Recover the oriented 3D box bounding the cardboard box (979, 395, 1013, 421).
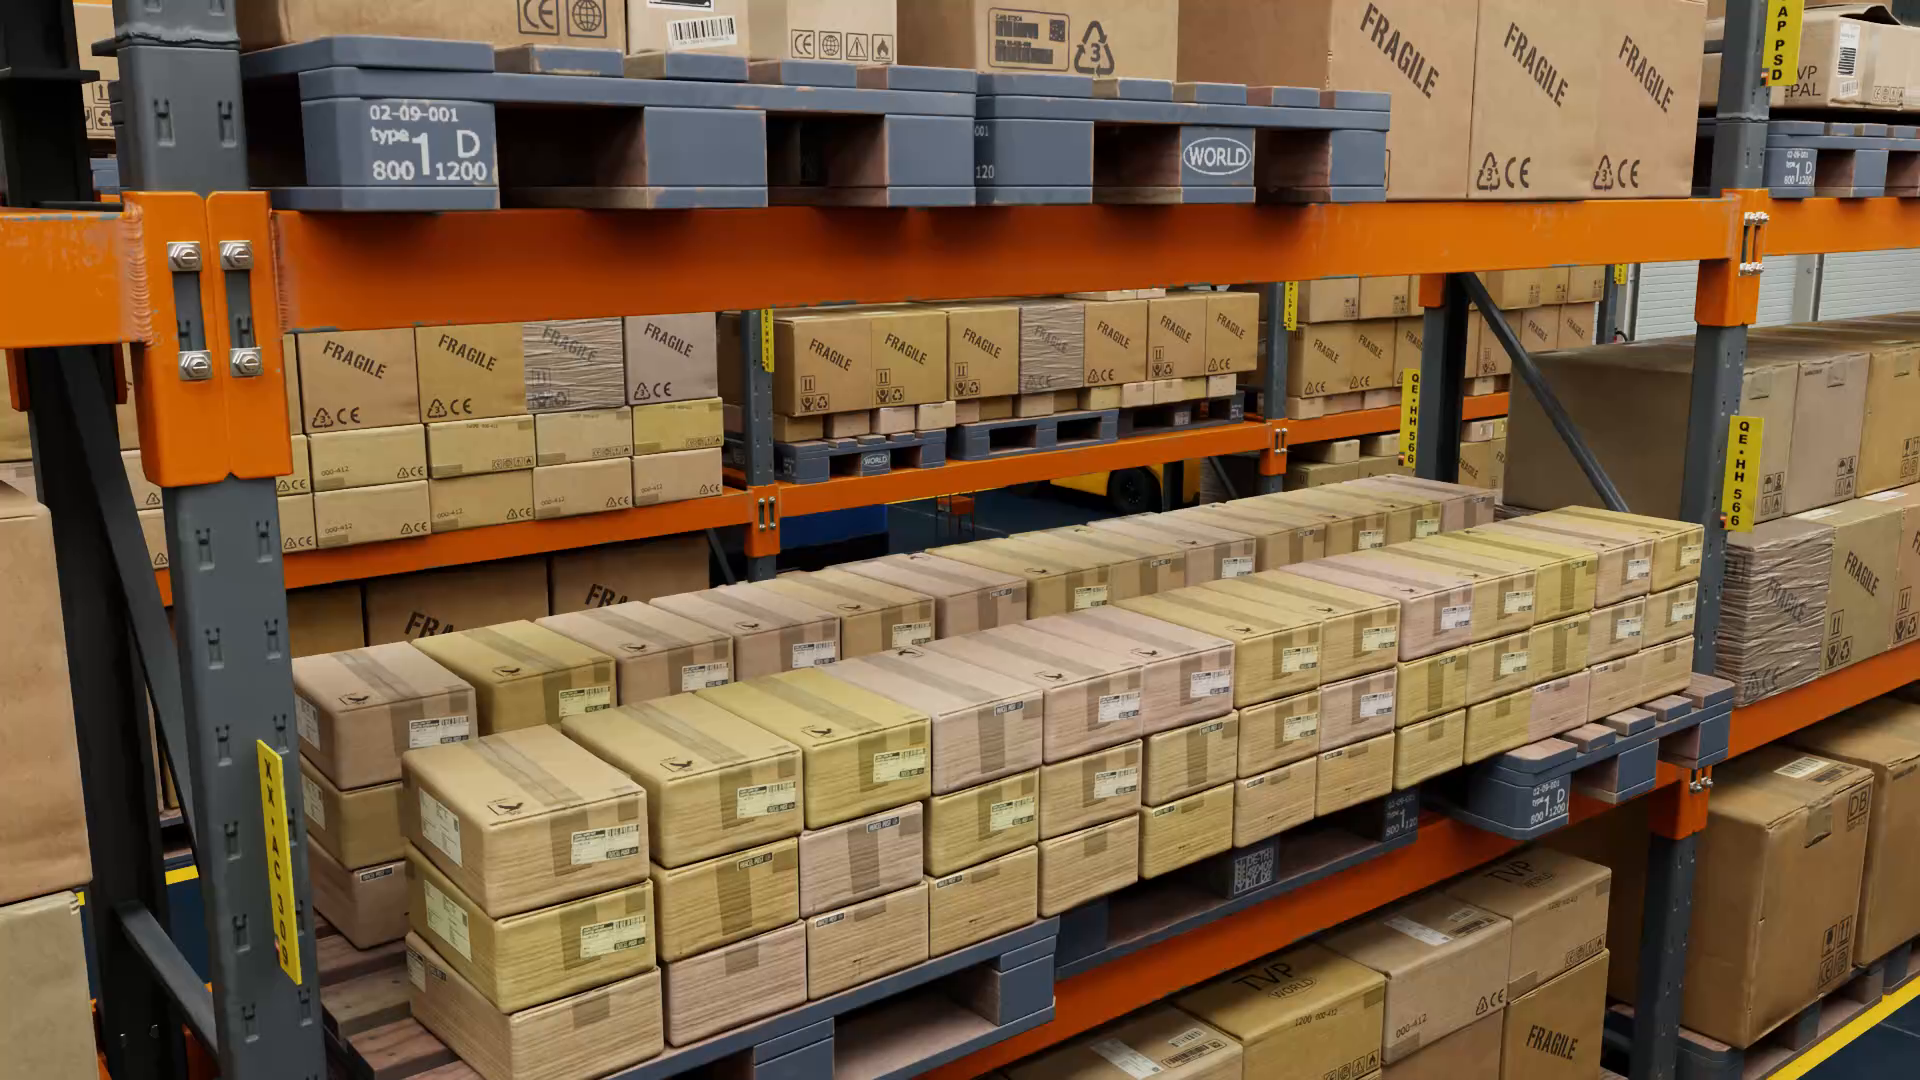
[{"bbox_3d":[0.098,-0.808,9.804,0.250,0.149,0.380,-9,15,-35],"label":"cardboard box"}]

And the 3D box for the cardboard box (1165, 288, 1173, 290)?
[{"bbox_3d":[1.216,-1.767,11.199,0.250,0.149,0.380,-10,15,-38],"label":"cardboard box"}]

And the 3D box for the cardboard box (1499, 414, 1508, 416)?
[{"bbox_3d":[4.220,-0.912,12.945,0.250,0.149,0.380,-9,15,-36],"label":"cardboard box"}]

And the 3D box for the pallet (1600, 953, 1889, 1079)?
[{"bbox_3d":[2.514,1.529,5.919,1.213,0.211,1.003,-9,15,-38],"label":"pallet"}]

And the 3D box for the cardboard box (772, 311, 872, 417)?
[{"bbox_3d":[-0.824,-0.955,8.938,0.500,0.500,0.500,-10,16,-39],"label":"cardboard box"}]

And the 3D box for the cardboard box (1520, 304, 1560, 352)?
[{"bbox_3d":[4.282,-1.588,12.927,0.500,0.500,0.500,-9,15,-38],"label":"cardboard box"}]

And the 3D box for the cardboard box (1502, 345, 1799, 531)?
[{"bbox_3d":[2.209,-0.339,5.358,0.500,0.500,0.700,-10,15,-38],"label":"cardboard box"}]

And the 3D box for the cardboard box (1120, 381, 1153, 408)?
[{"bbox_3d":[0.982,-0.920,10.335,0.250,0.149,0.380,-9,15,-37],"label":"cardboard box"}]

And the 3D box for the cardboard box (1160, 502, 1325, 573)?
[{"bbox_3d":[0.760,0.011,4.517,0.250,0.149,0.380,-10,16,-40],"label":"cardboard box"}]

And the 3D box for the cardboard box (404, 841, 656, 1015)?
[{"bbox_3d":[-0.677,0.570,2.602,0.250,0.149,0.380,-9,15,-37],"label":"cardboard box"}]

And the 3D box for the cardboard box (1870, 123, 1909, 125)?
[{"bbox_3d":[3.382,-1.711,6.316,0.258,0.266,0.396,-9,15,-38],"label":"cardboard box"}]

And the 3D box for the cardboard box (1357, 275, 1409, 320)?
[{"bbox_3d":[2.695,-1.822,11.622,0.500,0.500,0.700,-9,15,-37],"label":"cardboard box"}]

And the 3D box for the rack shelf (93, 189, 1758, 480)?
[{"bbox_3d":[0.290,-0.601,3.746,4.000,0.370,1.077,-9,15,-38],"label":"rack shelf"}]

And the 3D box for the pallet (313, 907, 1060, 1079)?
[{"bbox_3d":[-0.584,0.793,3.137,1.213,0.211,1.003,-9,15,-38],"label":"pallet"}]

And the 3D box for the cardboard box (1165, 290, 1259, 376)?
[{"bbox_3d":[1.587,-1.356,10.826,0.500,0.500,0.500,-10,15,-39],"label":"cardboard box"}]

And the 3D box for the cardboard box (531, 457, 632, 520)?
[{"bbox_3d":[-1.941,-0.285,8.108,0.500,0.250,0.500,-9,15,-37],"label":"cardboard box"}]

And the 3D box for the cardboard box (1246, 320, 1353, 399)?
[{"bbox_3d":[2.322,-1.260,11.383,0.500,0.500,0.500,-9,15,-38],"label":"cardboard box"}]

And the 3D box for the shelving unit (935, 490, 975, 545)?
[{"bbox_3d":[-0.042,-0.507,13.487,0.252,1.050,0.215,-9,15,-38],"label":"shelving unit"}]

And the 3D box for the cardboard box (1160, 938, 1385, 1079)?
[{"bbox_3d":[0.687,1.168,4.110,0.500,0.250,0.500,-9,15,-36],"label":"cardboard box"}]

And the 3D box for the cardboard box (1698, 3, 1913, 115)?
[{"bbox_3d":[2.554,-1.481,5.123,0.500,0.311,0.500,-9,15,-38],"label":"cardboard box"}]

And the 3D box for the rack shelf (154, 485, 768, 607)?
[{"bbox_3d":[-2.881,0.077,7.777,4.000,0.370,1.077,-9,15,-38],"label":"rack shelf"}]

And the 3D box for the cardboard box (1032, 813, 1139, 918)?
[{"bbox_3d":[0.129,0.581,3.265,0.250,0.149,0.380,-10,16,-40],"label":"cardboard box"}]

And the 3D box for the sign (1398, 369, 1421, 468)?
[{"bbox_3d":[1.502,-0.401,5.507,0.005,0.325,0.100,-9,15,-38],"label":"sign"}]

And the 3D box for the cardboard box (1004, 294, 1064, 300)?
[{"bbox_3d":[0.473,-1.312,10.618,0.500,0.500,0.500,-10,15,-38],"label":"cardboard box"}]

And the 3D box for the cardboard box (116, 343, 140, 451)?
[{"bbox_3d":[-3.540,-0.634,6.747,0.500,0.500,0.500,-10,15,-38],"label":"cardboard box"}]

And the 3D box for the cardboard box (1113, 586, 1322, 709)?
[{"bbox_3d":[0.541,0.221,3.529,0.250,0.149,0.380,-9,15,-36],"label":"cardboard box"}]

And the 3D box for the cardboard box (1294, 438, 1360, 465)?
[{"bbox_3d":[2.568,-0.637,11.650,0.250,0.149,0.380,-9,15,-37],"label":"cardboard box"}]

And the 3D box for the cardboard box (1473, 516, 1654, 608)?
[{"bbox_3d":[1.558,0.052,4.324,0.250,0.149,0.380,-10,15,-38],"label":"cardboard box"}]

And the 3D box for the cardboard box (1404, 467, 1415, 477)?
[{"bbox_3d":[3.250,-0.452,12.339,0.500,0.500,0.500,-8,15,-35],"label":"cardboard box"}]

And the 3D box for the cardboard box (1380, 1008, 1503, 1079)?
[{"bbox_3d":[1.093,1.467,4.505,0.500,0.500,0.500,-9,15,-35],"label":"cardboard box"}]

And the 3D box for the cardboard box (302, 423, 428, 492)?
[{"bbox_3d":[-2.729,-0.397,7.436,0.500,0.250,0.500,-10,16,-39],"label":"cardboard box"}]

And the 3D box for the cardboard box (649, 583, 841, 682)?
[{"bbox_3d":[-0.463,0.215,3.558,0.250,0.149,0.380,-9,15,-38],"label":"cardboard box"}]

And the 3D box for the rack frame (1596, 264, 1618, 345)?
[{"bbox_3d":[4.927,-1.573,13.813,0.127,3.000,1.000,-9,15,-38],"label":"rack frame"}]

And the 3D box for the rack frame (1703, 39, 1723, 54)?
[{"bbox_3d":[1.854,-2.679,4.579,0.053,2.616,0.949,-9,15,-38],"label":"rack frame"}]

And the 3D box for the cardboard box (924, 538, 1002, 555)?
[{"bbox_3d":[0.295,0.279,10.407,0.625,0.372,0.950,-9,15,-36],"label":"cardboard box"}]

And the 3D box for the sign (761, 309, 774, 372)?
[{"bbox_3d":[-0.970,-1.011,8.382,0.005,0.325,0.100,-9,15,-38],"label":"sign"}]

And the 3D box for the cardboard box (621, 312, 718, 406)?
[{"bbox_3d":[-1.560,-0.963,8.294,0.500,0.500,0.500,-10,16,-39],"label":"cardboard box"}]

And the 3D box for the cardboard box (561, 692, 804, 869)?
[{"bbox_3d":[-0.463,0.387,2.746,0.250,0.149,0.380,-9,15,-36],"label":"cardboard box"}]

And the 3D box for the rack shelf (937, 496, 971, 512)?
[{"bbox_3d":[-0.042,-0.291,13.533,0.229,0.087,0.184,-9,15,-38],"label":"rack shelf"}]

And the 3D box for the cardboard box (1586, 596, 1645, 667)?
[{"bbox_3d":[1.543,0.200,4.343,0.250,0.149,0.380,-9,15,-36],"label":"cardboard box"}]

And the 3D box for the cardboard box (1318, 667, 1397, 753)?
[{"bbox_3d":[0.745,0.333,3.717,0.250,0.149,0.380,-9,15,-36],"label":"cardboard box"}]

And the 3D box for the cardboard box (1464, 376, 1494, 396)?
[{"bbox_3d":[3.814,-1.189,12.612,0.250,0.149,0.380,-10,15,-38],"label":"cardboard box"}]

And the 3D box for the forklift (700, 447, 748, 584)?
[{"bbox_3d":[-1.983,-1.080,11.656,3.031,2.935,1.121,-10,16,-40],"label":"forklift"}]

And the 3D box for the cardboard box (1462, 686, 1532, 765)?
[{"bbox_3d":[1.161,0.408,4.078,0.250,0.149,0.380,-10,15,-38],"label":"cardboard box"}]

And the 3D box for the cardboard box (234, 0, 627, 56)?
[{"bbox_3d":[-0.907,-0.979,2.543,0.500,0.500,0.700,-9,15,-38],"label":"cardboard box"}]
